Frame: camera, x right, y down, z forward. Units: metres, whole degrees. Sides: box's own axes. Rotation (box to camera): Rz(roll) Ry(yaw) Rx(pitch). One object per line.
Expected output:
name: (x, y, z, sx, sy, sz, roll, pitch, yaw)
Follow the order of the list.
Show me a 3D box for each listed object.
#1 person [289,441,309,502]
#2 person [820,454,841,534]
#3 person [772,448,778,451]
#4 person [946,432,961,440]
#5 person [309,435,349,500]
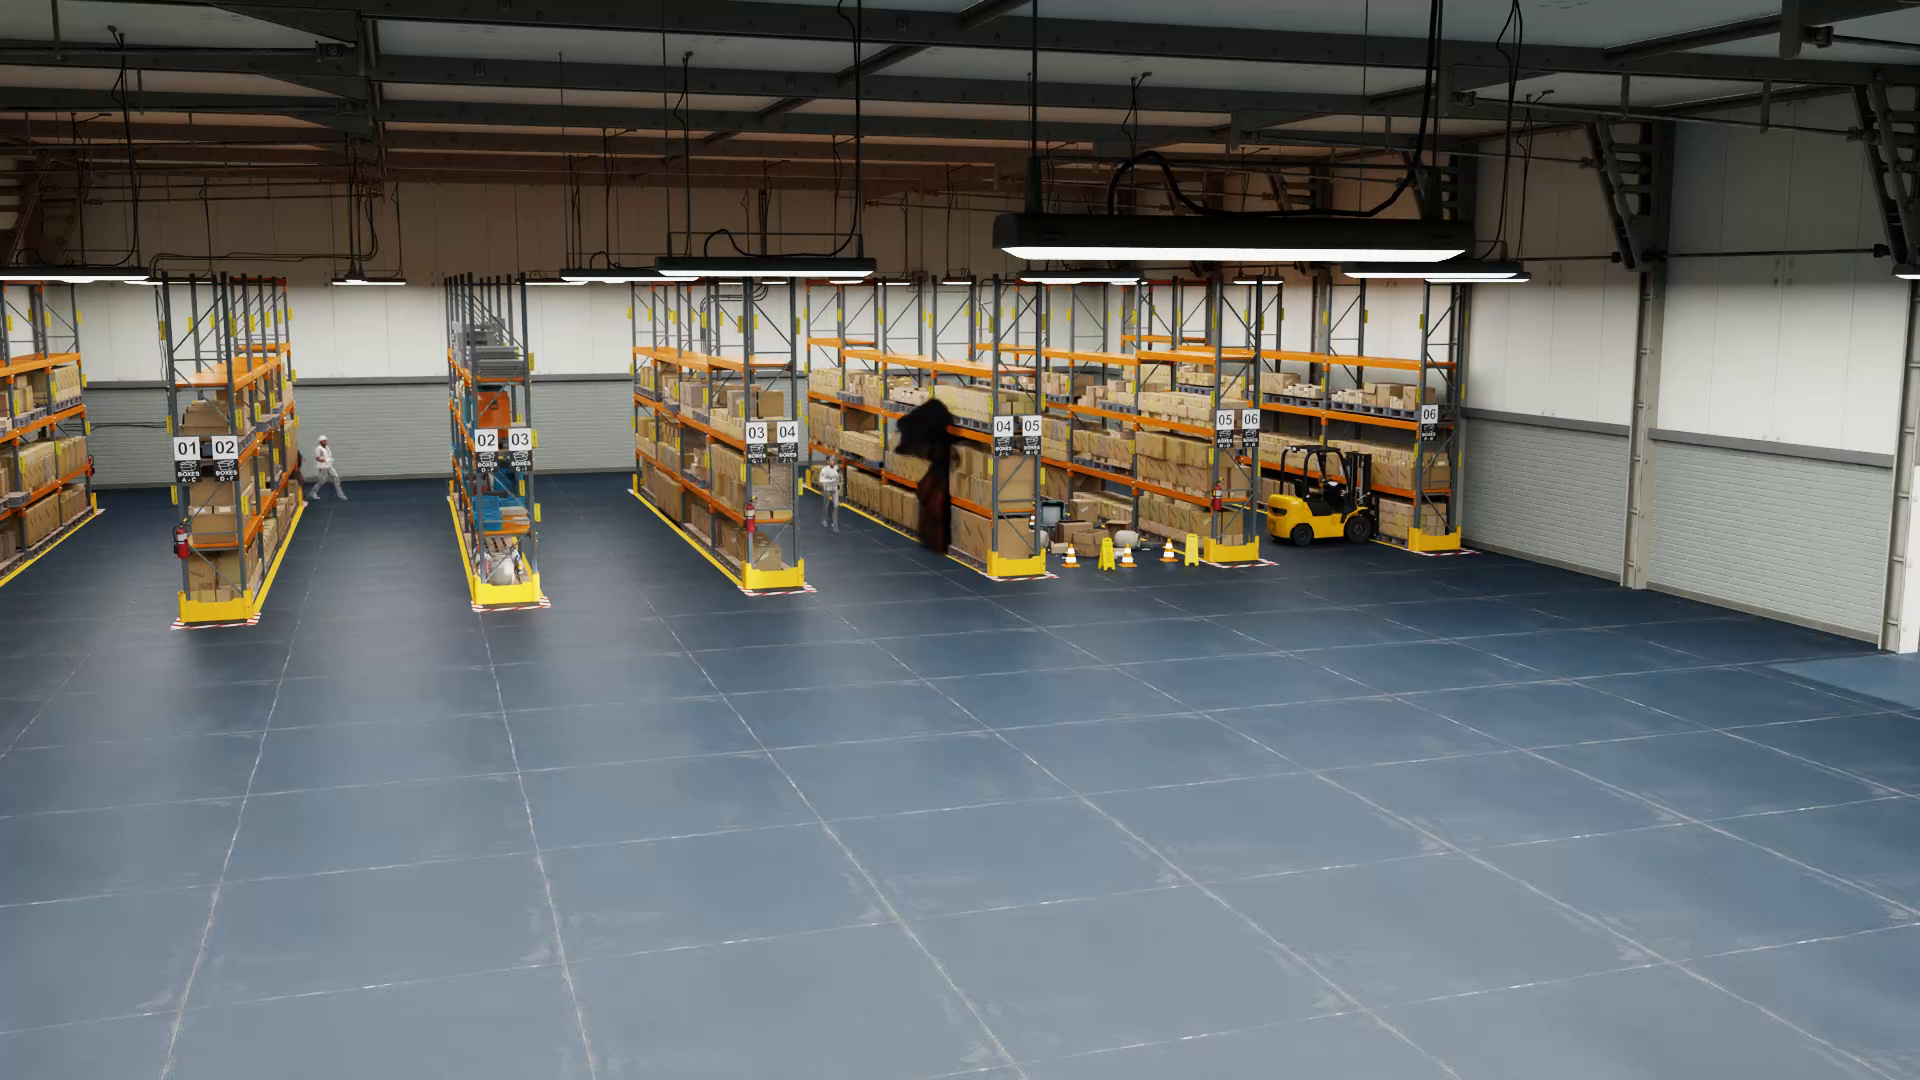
person: (-18.025, -1.895, 44.972, 0.717, 1.773, 0.686, -2, 9, -14)
person: (-2.941, -1.066, 37.833, 0.637, 1.788, 0.778, -5, 10, -31)
person: (-5.205, -2.167, 46.992, 0.601, 1.624, 0.505, -1, 9, -9)
person: (-0.206, -2.864, 51.258, 0.627, 1.741, 0.656, -5, 10, -29)
person: (-17.159, -1.936, 44.955, 0.967, 1.792, 0.690, 1, 9, 10)
